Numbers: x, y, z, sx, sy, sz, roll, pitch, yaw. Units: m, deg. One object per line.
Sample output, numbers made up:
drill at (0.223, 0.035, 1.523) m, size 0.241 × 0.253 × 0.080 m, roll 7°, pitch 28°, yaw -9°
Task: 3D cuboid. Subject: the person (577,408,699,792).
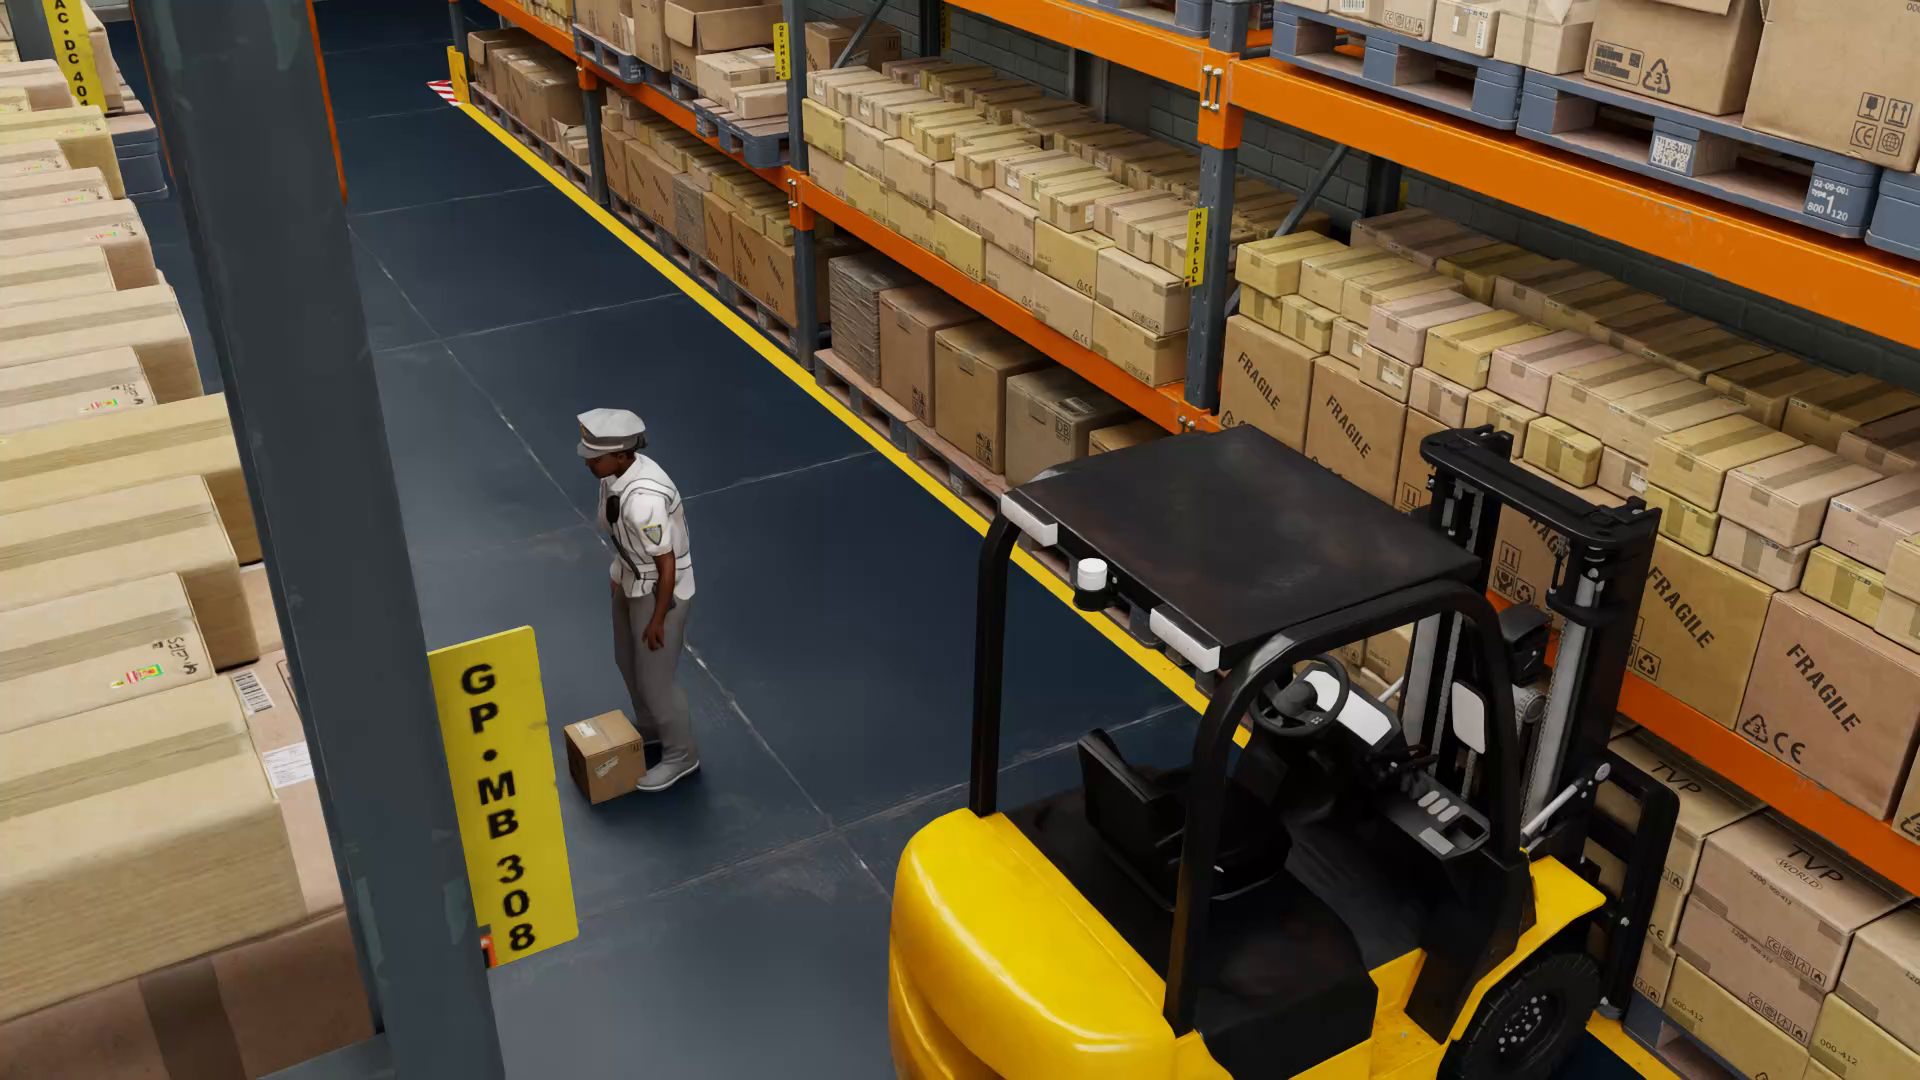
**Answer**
person at (-1.283, 0.227, 6.721) m, size 0.394 × 1.659 × 0.504 m, roll -16°, pitch 33°, yaw -26°
